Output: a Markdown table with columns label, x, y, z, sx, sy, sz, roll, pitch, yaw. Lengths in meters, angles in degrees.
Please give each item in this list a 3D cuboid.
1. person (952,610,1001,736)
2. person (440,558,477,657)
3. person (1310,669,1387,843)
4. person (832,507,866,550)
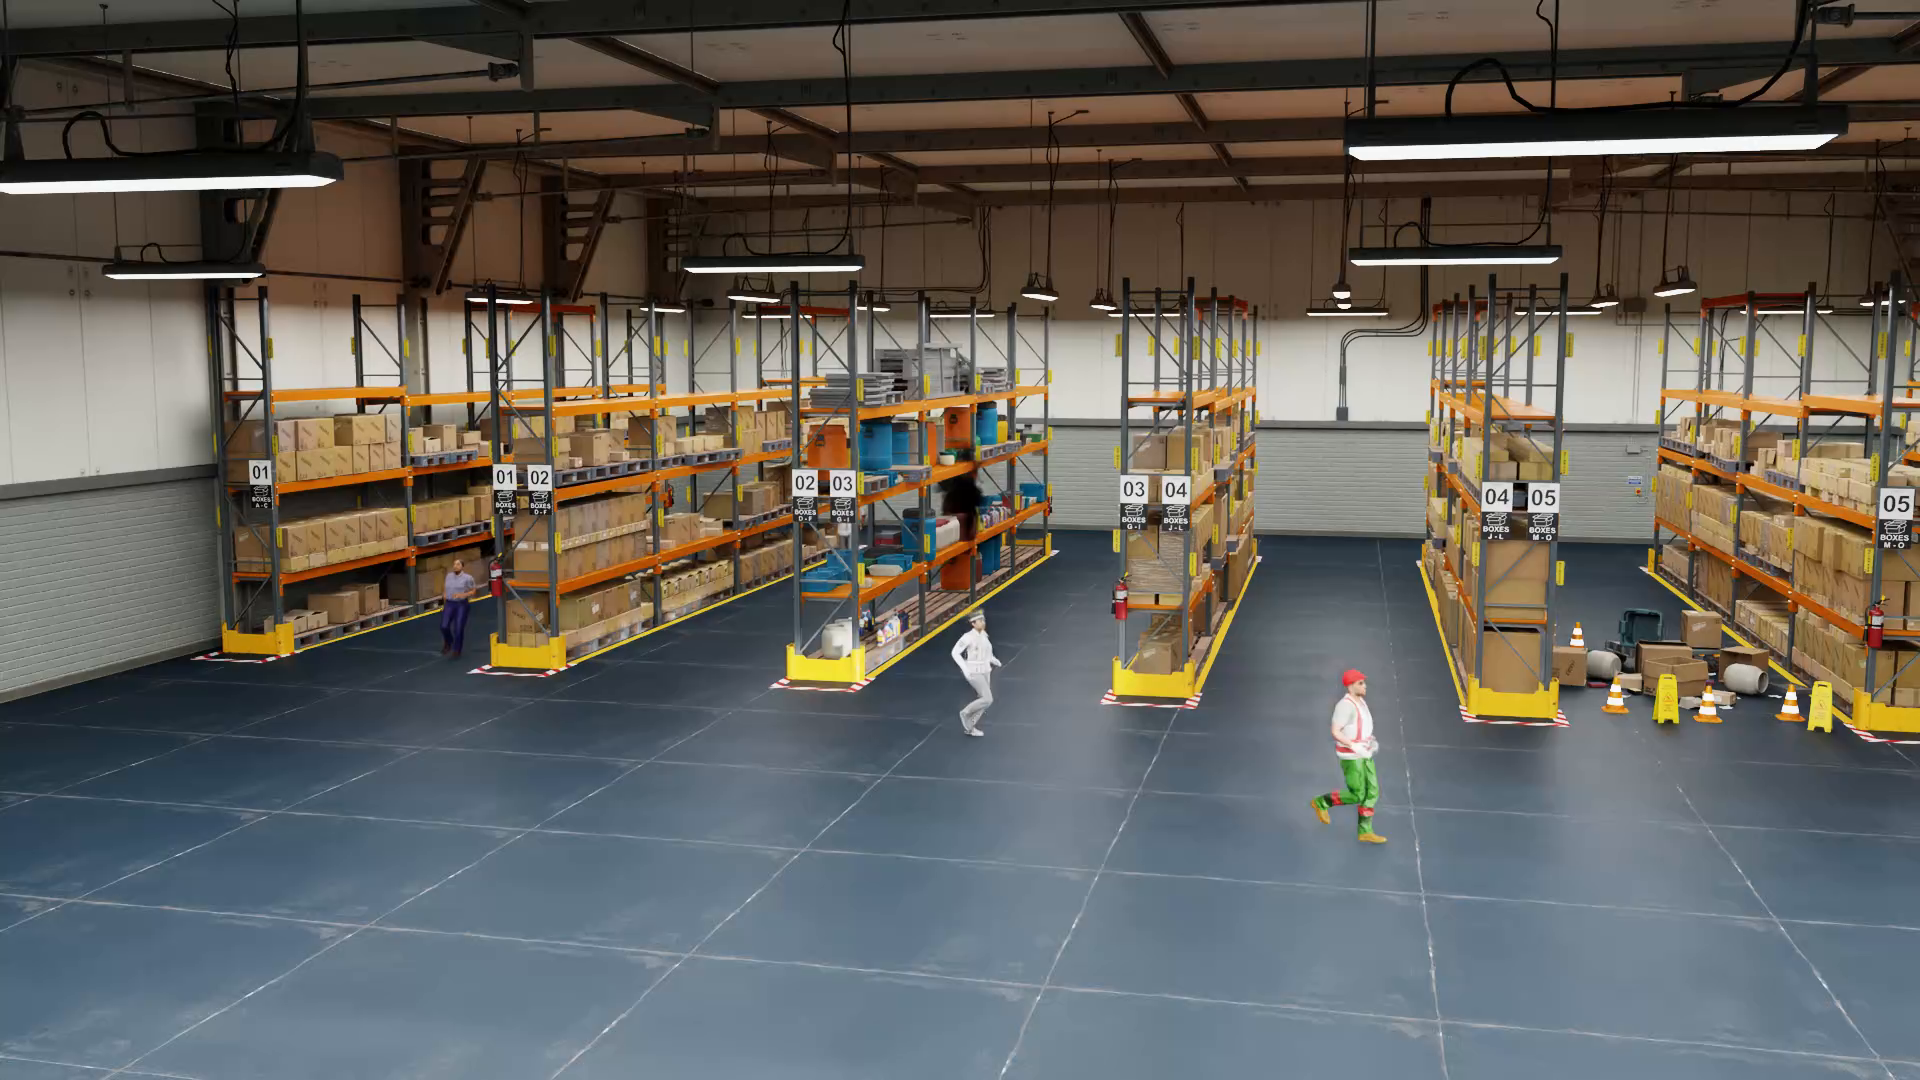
| label | x | y | z | sx | sy | sz | roll | pitch | yaw |
| --- | --- | --- | --- | --- | --- | --- | --- | --- | --- |
| person | 0.272 | 1.719 | 21.440 | 0.548 | 1.652 | 0.600 | 5 | 8 | 35 |
| person | -8.181 | 1.111 | 27.085 | 0.616 | 1.623 | 0.544 | 0 | 7 | 3 |
| person | 3.992 | 2.186 | 16.947 | 0.806 | 1.757 | 0.674 | 5 | 8 | 35 |
| person | -2.319 | -0.108 | 34.303 | 0.700 | 1.782 | 0.887 | 0 | 7 | 3 |
